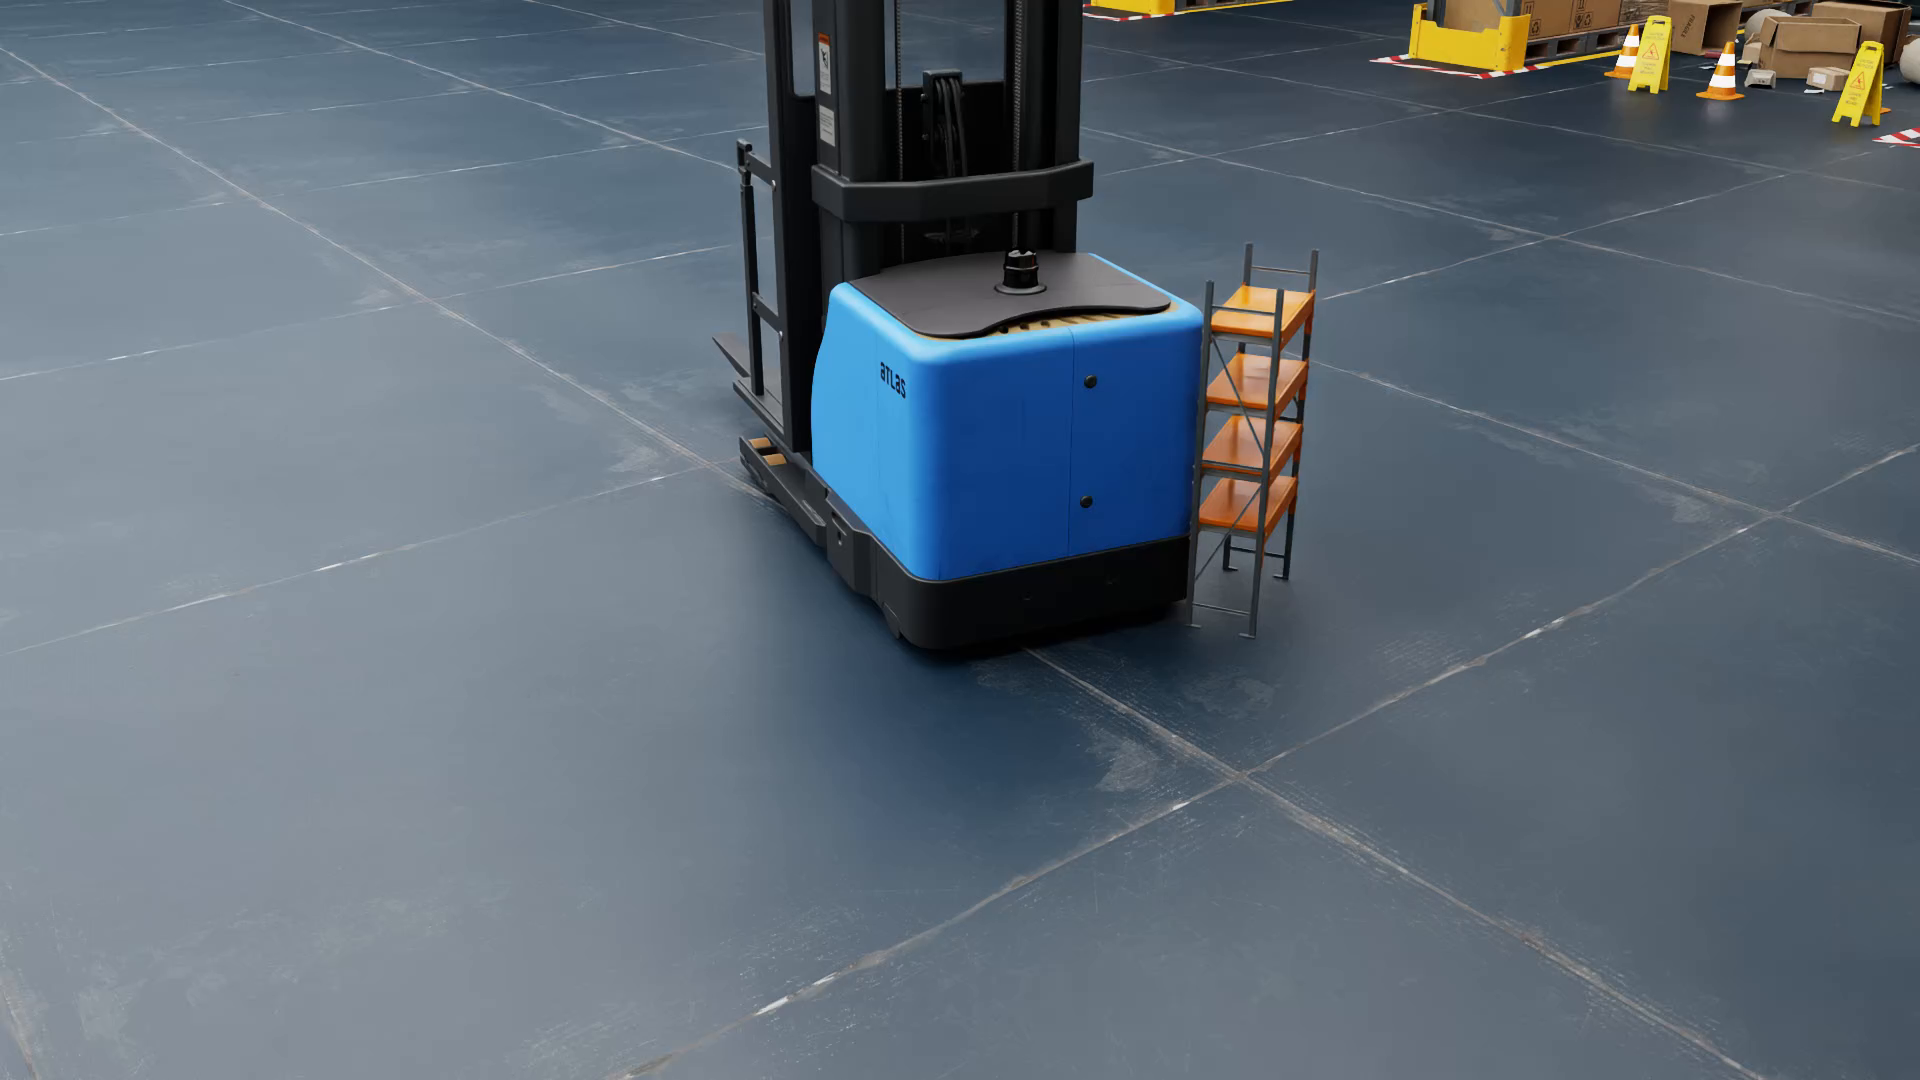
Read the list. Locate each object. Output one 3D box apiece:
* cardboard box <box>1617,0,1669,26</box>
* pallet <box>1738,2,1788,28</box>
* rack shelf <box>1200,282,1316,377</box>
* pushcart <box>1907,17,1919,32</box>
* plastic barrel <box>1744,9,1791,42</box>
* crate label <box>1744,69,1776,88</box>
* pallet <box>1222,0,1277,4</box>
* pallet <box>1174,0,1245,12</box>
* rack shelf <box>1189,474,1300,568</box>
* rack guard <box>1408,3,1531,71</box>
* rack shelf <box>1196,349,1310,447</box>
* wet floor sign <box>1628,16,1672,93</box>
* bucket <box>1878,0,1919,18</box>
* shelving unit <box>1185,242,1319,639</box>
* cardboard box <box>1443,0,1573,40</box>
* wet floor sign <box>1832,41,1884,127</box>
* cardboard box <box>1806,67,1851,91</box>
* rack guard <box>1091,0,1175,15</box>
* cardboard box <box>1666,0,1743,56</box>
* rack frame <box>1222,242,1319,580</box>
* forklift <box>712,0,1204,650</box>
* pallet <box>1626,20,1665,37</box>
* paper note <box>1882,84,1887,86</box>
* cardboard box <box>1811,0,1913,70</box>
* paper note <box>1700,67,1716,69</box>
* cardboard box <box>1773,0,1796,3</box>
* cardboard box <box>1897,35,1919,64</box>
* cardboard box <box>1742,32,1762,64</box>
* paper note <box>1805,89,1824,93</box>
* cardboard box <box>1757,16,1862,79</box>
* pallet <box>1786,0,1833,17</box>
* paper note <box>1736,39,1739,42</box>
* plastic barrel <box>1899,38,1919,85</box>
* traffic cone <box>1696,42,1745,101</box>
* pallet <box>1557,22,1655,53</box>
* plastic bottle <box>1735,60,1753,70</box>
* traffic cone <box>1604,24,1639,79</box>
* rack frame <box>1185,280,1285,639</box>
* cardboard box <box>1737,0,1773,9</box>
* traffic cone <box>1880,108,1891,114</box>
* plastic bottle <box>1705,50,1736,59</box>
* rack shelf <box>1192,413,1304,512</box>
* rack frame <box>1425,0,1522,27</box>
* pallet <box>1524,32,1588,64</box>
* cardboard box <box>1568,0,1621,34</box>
[{"bbox_3d":[6.898,-5.966,17.568,0.875,0.875,0.875,-18,30,-34],"label":"cardboard box"},{"bbox_3d":[8.704,-6.076,19.091,1.213,0.211,1.003,-18,31,-34],"label":"pallet"},{"bbox_3d":[0.968,-0.687,5.370,0.258,0.148,0.480,10,27,21],"label":"rack shelf"},{"bbox_3d":[9.831,-5.055,16.693,1.648,0.377,0.936,15,29,29],"label":"pushcart"},{"bbox_3d":[8.197,-5.144,16.830,0.421,0.421,0.512,1,25,2],"label":"plastic barrel"},{"bbox_3d":[7.300,-4.207,15.153,0.250,0.136,0.298,10,27,20],"label":"crate label"},{"bbox_3d":[3.695,-7.015,21.114,1.213,0.211,1.003,-18,31,-34],"label":"pallet"},{"bbox_3d":[2.736,-6.700,20.435,1.213,0.211,1.003,-18,31,-34],"label":"pallet"},{"bbox_3d":[0.968,-0.089,5.647,0.258,0.148,0.480,10,27,21],"label":"rack shelf"},{"bbox_3d":[4.977,-4.936,16.292,0.348,0.500,1.175,-18,31,-34],"label":"rack guard"},{"bbox_3d":[0.968,-0.472,5.470,0.258,0.148,0.480,10,27,21],"label":"rack shelf"},{"bbox_3d":[6.195,-4.345,14.845,0.267,0.644,0.232,21,32,37],"label":"wet floor sign"},{"bbox_3d":[9.459,-5.521,16.665,0.620,0.611,0.726,2,23,-21],"label":"bucket"},{"bbox_3d":[0.968,-0.330,5.536,0.258,1.200,0.503,10,27,21],"label":"shelving unit"},{"bbox_3d":[5.489,-5.501,16.565,0.875,0.875,0.875,-18,30,-34],"label":"cardboard box"},{"bbox_3d":[7.320,-3.700,13.455,0.232,0.644,0.267,-8,26,-16],"label":"wet floor sign"},{"bbox_3d":[7.914,-4.179,15.078,0.250,0.149,0.380,-3,25,-7],"label":"cardboard box"},{"bbox_3d":[2.075,-6.631,19.945,0.348,0.500,1.175,-18,31,-34],"label":"rack guard"},{"bbox_3d":[7.555,-5.239,16.942,0.500,0.500,0.500,-13,28,-25],"label":"cardboard box"},{"bbox_3d":[1.064,-0.425,5.739,0.240,1.200,0.015,10,27,21],"label":"rack frame"},{"bbox_3d":[-0.250,-1.571,6.154,1.130,2.935,3.031,-10,27,-21],"label":"forklift"},{"bbox_3d":[7.497,-5.679,18.235,1.213,0.211,1.003,-18,31,-34],"label":"pallet"},{"bbox_3d":[8.406,-4.187,15.248,0.142,0.019,0.148,-8,26,-16],"label":"paper note"},{"bbox_3d":[8.681,-4.932,16.119,0.503,0.637,0.797,-18,31,-34],"label":"cardboard box"},{"bbox_3d":[7.245,-4.563,16.047,0.142,0.017,0.144,-8,26,-16],"label":"paper note"},{"bbox_3d":[9.338,-6.726,19.352,0.750,0.750,1.050,-18,31,-34],"label":"cardboard box"},{"bbox_3d":[9.312,-4.761,16.193,0.258,0.266,0.396,5,25,11],"label":"cardboard box"},{"bbox_3d":[7.927,-4.818,16.317,0.258,0.266,0.396,-13,28,-25],"label":"cardboard box"},{"bbox_3d":[7.645,-4.021,14.877,0.148,0.019,0.142,15,29,29],"label":"paper note"},{"bbox_3d":[7.950,-4.625,15.618,0.797,0.503,0.637,5,25,11],"label":"cardboard box"},{"bbox_3d":[9.665,-6.394,19.777,1.213,0.211,1.003,-18,31,-34],"label":"pallet"},{"bbox_3d":[8.173,-5.294,17.620,0.147,0.020,0.142,5,25,11],"label":"paper note"},{"bbox_3d":[8.821,-4.332,15.082,0.421,0.421,0.512,1,25,2],"label":"plastic barrel"},{"bbox_3d":[6.720,-4.130,14.600,0.334,0.463,0.336,-18,31,-34],"label":"traffic cone"},{"bbox_3d":[6.536,-5.360,17.549,1.213,0.211,1.003,-18,31,-34],"label":"pallet"},{"bbox_3d":[7.588,-4.603,16.096,0.133,0.061,0.283,15,29,29],"label":"plastic bottle"},{"bbox_3d":[6.290,-4.593,15.597,0.334,0.463,0.336,-18,31,-34],"label":"traffic cone"},{"bbox_3d":[0.872,-0.236,5.332,0.240,1.200,0.015,10,27,21],"label":"rack frame"},{"bbox_3d":[8.577,-6.476,18.815,0.750,0.750,1.050,-18,31,-34],"label":"cardboard box"},{"bbox_3d":[7.672,-3.851,13.998,0.334,0.463,0.336,-18,31,-34],"label":"traffic cone"},{"bbox_3d":[7.605,-4.843,16.613,0.283,0.061,0.133,15,29,29],"label":"plastic bottle"},{"bbox_3d":[0.968,-0.269,5.564,0.258,0.148,0.480,10,27,21],"label":"rack shelf"},{"bbox_3d":[4.996,-6.076,15.779,0.127,3.000,1.000,-18,31,-34],"label":"rack frame"},{"bbox_3d":[5.577,-5.045,16.870,1.213,0.211,1.003,-18,31,-34],"label":"pallet"},{"bbox_3d":[6.180,-5.730,17.059,0.875,0.875,0.875,-19,31,-35],"label":"cardboard box"}]
